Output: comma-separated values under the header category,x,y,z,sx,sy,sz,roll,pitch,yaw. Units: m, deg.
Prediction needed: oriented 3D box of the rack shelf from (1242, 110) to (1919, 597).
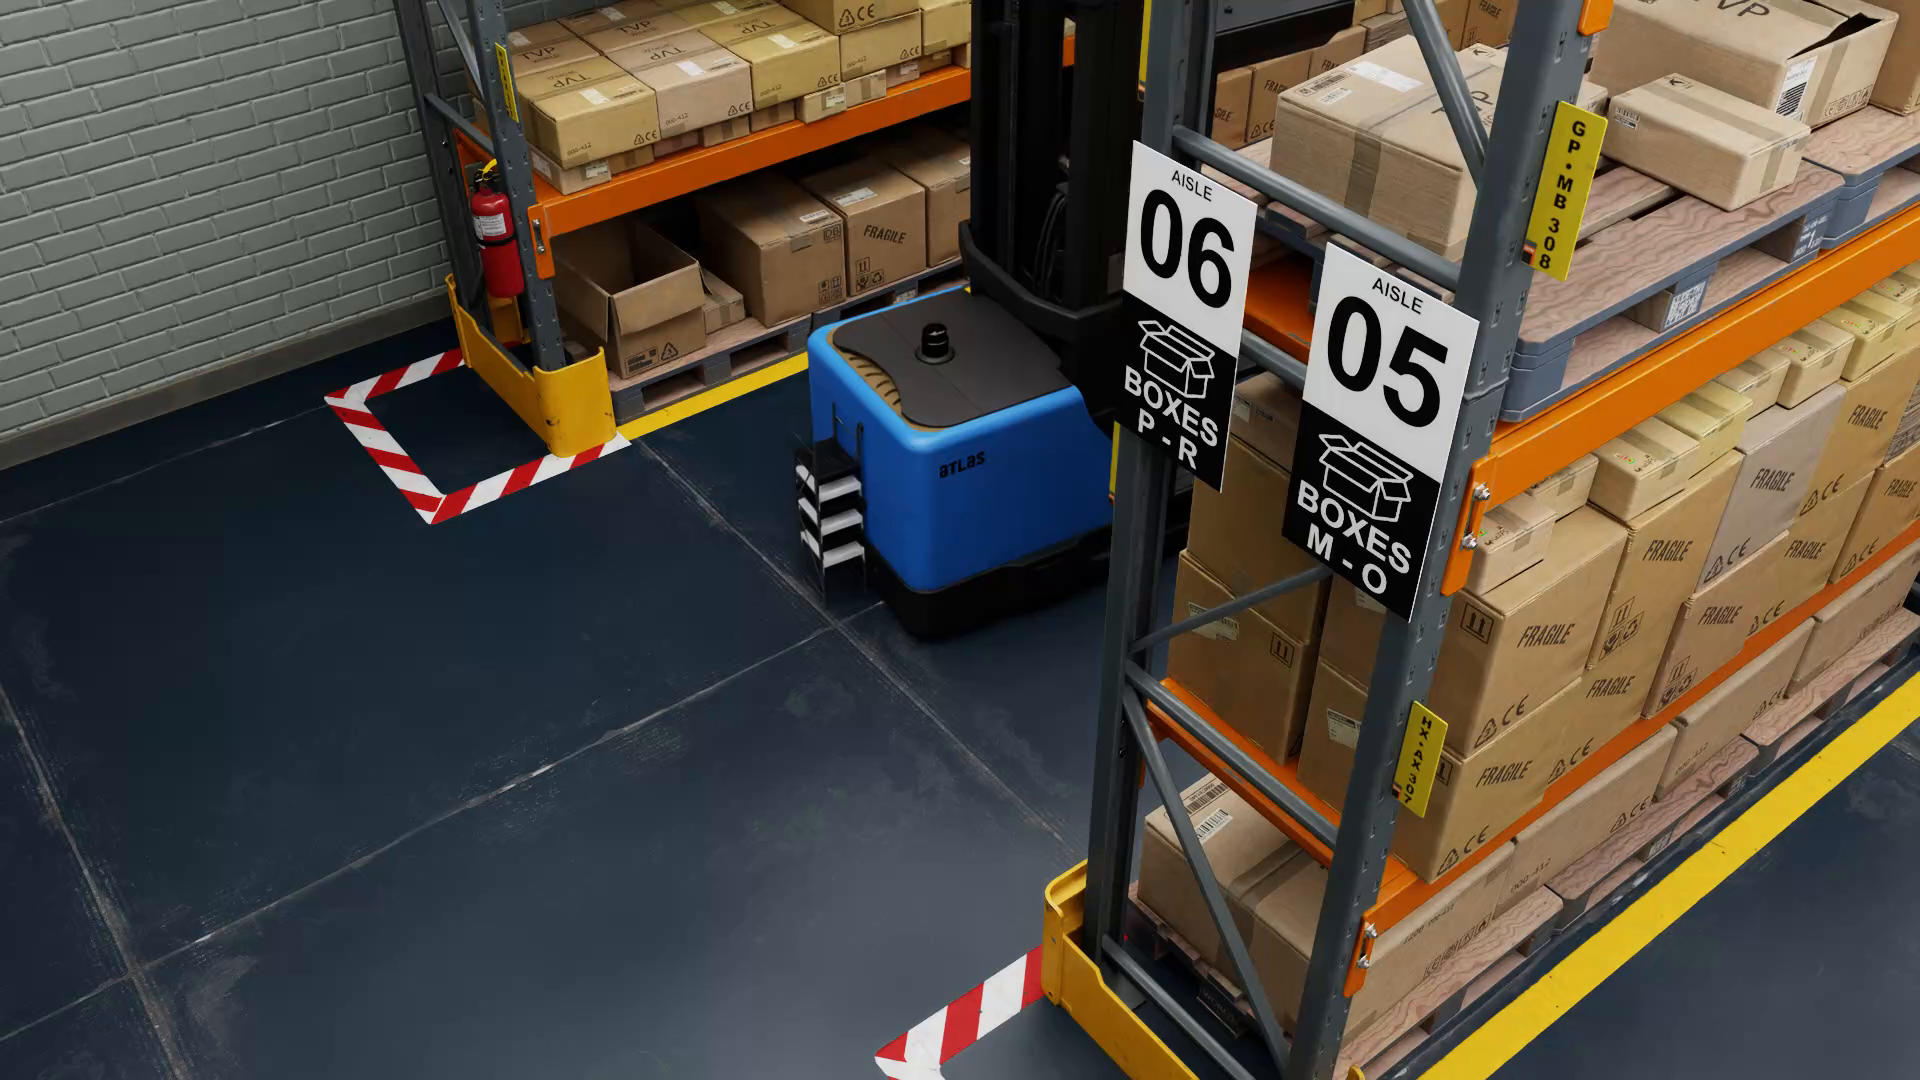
category,x,y,z,sx,sy,sz,roll,pitch,yaw
rack shelf,2.354,-1.041,4.856,4.000,0.370,1.077,-26,46,-28

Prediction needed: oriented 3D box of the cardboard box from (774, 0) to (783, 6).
category,x,y,z,sx,sy,sz,roll,pitch,yaw
cardboard box,-0.836,-2.839,8.730,0.500,0.250,0.500,-26,46,-28

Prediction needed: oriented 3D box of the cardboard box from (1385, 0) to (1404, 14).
category,x,y,z,sx,sy,sz,roll,pitch,yaw
cardboard box,2.778,-3.603,10.905,0.250,0.149,0.380,-28,47,-30

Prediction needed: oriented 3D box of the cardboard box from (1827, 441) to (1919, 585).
category,x,y,z,sx,sy,sz,roll,pitch,yaw
cardboard box,2.934,-0.260,5.623,0.500,0.500,0.500,-27,46,-29

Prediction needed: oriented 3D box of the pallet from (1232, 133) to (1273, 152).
category,x,y,z,sx,sy,sz,roll,pitch,yaw
pallet,1.534,-2.682,10.853,1.213,0.211,1.003,-26,46,-28

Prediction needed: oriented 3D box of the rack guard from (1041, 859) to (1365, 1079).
category,x,y,z,sx,sy,sz,roll,pitch,yaw
rack guard,0.749,1.589,5.419,0.348,0.500,1.175,-26,46,-28

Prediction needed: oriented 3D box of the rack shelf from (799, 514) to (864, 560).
category,x,y,z,sx,sy,sz,roll,pitch,yaw
rack shelf,-0.568,-0.043,7.288,0.200,0.077,0.258,-20,44,-23

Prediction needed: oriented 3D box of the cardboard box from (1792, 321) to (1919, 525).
category,x,y,z,sx,sy,sz,roll,pitch,yaw
cardboard box,2.526,-0.453,5.070,0.500,0.500,0.500,-26,46,-28

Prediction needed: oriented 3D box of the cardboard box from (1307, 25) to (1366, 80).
category,x,y,z,sx,sy,sz,roll,pitch,yaw
cardboard box,2.248,-3.098,10.801,0.500,0.500,0.500,-27,47,-29

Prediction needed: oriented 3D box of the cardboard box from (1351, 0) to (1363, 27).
category,x,y,z,sx,sy,sz,roll,pitch,yaw
cardboard box,2.356,-3.415,10.676,0.250,0.149,0.380,-24,45,-27

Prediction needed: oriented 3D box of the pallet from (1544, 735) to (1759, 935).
category,x,y,z,sx,sy,sz,roll,pitch,yaw
pallet,2.321,0.874,6.518,1.213,0.211,1.003,-26,46,-28

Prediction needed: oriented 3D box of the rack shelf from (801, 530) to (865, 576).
category,x,y,z,sx,sy,sz,roll,pitch,yaw
rack shelf,-0.568,0.026,7.345,0.200,0.077,0.258,-20,44,-23

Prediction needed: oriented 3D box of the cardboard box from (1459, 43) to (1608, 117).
category,x,y,z,sx,sy,sz,roll,pitch,yaw
cardboard box,1.354,-1.072,4.114,0.250,0.149,0.380,-30,48,-31

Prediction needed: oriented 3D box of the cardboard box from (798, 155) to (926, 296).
category,x,y,z,sx,sy,sz,roll,pitch,yaw
cardboard box,-0.535,-1.731,9.134,0.500,0.500,0.500,-25,46,-27

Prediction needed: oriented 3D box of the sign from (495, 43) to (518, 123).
category,x,y,z,sx,sy,sz,roll,pitch,yaw
sign,-1.929,-1.943,7.071,0.005,0.325,0.100,-26,46,-28

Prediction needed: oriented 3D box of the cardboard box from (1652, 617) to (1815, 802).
category,x,y,z,sx,sy,sz,roll,pitch,yaw
cardboard box,2.667,0.431,6.549,0.875,0.438,0.875,-27,47,-29

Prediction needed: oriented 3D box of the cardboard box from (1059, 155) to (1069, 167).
category,x,y,z,sx,sy,sz,roll,pitch,yaw
cardboard box,0.650,-2.124,9.891,0.250,0.149,0.380,-27,47,-29

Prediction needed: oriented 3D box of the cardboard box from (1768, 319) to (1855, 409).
category,x,y,z,sx,sy,sz,roll,pitch,yaw
cardboard box,2.256,-0.554,4.682,0.250,0.149,0.380,-26,46,-28

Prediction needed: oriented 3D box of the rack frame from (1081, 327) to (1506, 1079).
category,x,y,z,sx,sy,sz,roll,pitch,yaw
rack frame,0.768,0.614,4.637,0.127,3.000,1.000,-26,46,-28

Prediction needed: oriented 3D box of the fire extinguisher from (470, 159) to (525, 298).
category,x,y,z,sx,sy,sz,roll,pitch,yaw
fire extinguisher,-2.094,-1.418,7.468,0.183,0.674,0.296,-26,46,-28

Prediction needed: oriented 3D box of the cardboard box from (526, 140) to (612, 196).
category,x,y,z,sx,sy,sz,roll,pitch,yaw
cardboard box,-1.831,-1.773,7.744,0.250,0.149,0.380,-26,46,-28

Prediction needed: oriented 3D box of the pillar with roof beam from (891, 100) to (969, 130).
category,x,y,z,sx,sy,sz,roll,pitch,yaw
pillar with roof beam,2.434,-3.766,5.245,0.400,9.000,9.100,-26,46,-28

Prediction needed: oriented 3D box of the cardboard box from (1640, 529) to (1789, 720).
category,x,y,z,sx,sy,sz,roll,pitch,yaw
cardboard box,2.122,0.137,5.139,0.500,0.500,0.500,-26,46,-28

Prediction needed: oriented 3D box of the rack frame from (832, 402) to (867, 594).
category,x,y,z,sx,sy,sz,roll,pitch,yaw
rack frame,-0.480,-0.171,7.249,0.006,0.900,0.240,-20,44,-23

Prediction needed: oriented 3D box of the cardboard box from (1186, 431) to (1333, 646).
category,x,y,z,sx,sy,sz,roll,pitch,yaw
cardboard box,1.005,-0.118,4.661,0.500,0.500,0.500,-24,45,-27

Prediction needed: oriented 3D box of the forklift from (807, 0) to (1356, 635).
category,x,y,z,sx,sy,sz,roll,pitch,yaw
forklift,0.858,-1.417,7.167,3.031,2.935,1.130,-20,44,-23

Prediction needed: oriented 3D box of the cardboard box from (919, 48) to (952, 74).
category,x,y,z,sx,sy,sz,roll,pitch,yaw
cardboard box,-0.254,-2.611,8.766,0.250,0.149,0.380,-25,46,-28

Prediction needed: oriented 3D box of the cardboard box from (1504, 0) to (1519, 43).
category,x,y,z,sx,sy,sz,roll,pitch,yaw
cardboard box,3.880,-3.897,11.776,0.500,0.500,0.500,-25,45,-27

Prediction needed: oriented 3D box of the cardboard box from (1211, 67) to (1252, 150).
category,x,y,z,sx,sy,sz,roll,pitch,yaw
cardboard box,1.433,-2.697,10.312,0.500,0.500,0.500,-24,45,-26

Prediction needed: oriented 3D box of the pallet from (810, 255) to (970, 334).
category,x,y,z,sx,sy,sz,roll,pitch,yaw
pallet,-0.601,-1.610,9.546,1.213,0.211,1.003,-26,46,-28

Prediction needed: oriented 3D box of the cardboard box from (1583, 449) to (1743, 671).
category,x,y,z,sx,sy,sz,roll,pitch,yaw
cardboard box,1.728,-0.057,4.587,0.500,0.500,0.500,-27,47,-29

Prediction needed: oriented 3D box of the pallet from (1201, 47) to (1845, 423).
category,x,y,z,sx,sy,sz,roll,pitch,yaw
pallet,1.350,-0.804,4.070,1.213,0.211,1.003,-26,46,-28

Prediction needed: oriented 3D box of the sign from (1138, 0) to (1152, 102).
category,x,y,z,sx,sy,sz,roll,pitch,yaw
sign,0.449,-1.136,3.769,0.005,0.325,0.100,-26,46,-28

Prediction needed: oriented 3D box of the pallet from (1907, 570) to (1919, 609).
category,x,y,z,sx,sy,sz,roll,pitch,yaw
pallet,4.506,-0.190,7.816,1.213,0.211,1.003,-26,46,-28

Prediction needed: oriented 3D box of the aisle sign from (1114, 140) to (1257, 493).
category,x,y,z,sx,sy,sz,roll,pitch,yaw
aisle sign,0.522,-0.520,3.969,0.004,0.787,0.394,-26,46,-28

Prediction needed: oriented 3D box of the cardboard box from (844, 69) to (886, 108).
category,x,y,z,sx,sy,sz,roll,pitch,yaw
cardboard box,-0.583,-2.358,8.457,0.250,0.149,0.380,-25,45,-27

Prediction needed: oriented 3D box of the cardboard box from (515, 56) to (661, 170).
category,x,y,z,sx,sy,sz,roll,pitch,yaw
cardboard box,-1.735,-1.978,7.680,0.500,0.250,0.500,-26,46,-28

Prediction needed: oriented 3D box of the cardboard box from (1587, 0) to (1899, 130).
category,x,y,z,sx,sy,sz,roll,pitch,yaw
cardboard box,1.986,-1.266,4.224,0.500,0.311,0.500,-25,46,-27

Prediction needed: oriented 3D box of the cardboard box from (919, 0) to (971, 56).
category,x,y,z,sx,sy,sz,roll,pitch,yaw
cardboard box,-0.135,-2.777,8.654,0.500,0.250,0.500,-26,46,-28

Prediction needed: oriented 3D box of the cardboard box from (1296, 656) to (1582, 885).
category,x,y,z,sx,sy,sz,roll,pitch,yaw
cardboard box,1.324,0.534,4.655,0.500,0.500,0.500,-26,46,-28

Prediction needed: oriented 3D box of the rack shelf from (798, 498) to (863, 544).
category,x,y,z,sx,sy,sz,roll,pitch,yaw
rack shelf,-0.568,-0.113,7.231,0.200,0.077,0.258,-20,44,-23

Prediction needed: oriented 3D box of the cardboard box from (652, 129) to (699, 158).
category,x,y,z,sx,sy,sz,roll,pitch,yaw
cardboard box,-1.471,-2.014,8.038,0.250,0.149,0.380,-27,46,-29

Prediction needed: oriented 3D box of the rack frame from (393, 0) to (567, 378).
category,x,y,z,sx,sy,sz,roll,pitch,yaw
rack frame,-2.259,-1.881,7.678,0.127,3.000,1.000,-26,46,-28

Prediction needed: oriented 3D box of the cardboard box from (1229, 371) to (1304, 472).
category,x,y,z,sx,sy,sz,roll,pitch,yaw
cardboard box,0.931,-0.302,4.374,0.250,0.149,0.380,-25,46,-28

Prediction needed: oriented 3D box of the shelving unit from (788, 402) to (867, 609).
category,x,y,z,sx,sy,sz,roll,pitch,yaw
shelving unit,-0.568,-0.139,7.210,0.210,0.900,0.258,-20,44,-23

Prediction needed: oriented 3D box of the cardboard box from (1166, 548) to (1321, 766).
category,x,y,z,sx,sy,sz,roll,pitch,yaw
cardboard box,0.989,0.255,4.995,0.500,0.500,0.500,-26,46,-28

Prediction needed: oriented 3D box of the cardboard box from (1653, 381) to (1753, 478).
category,x,y,z,sx,sy,sz,roll,pitch,yaw
cardboard box,1.857,-0.351,4.434,0.250,0.149,0.380,-28,47,-29

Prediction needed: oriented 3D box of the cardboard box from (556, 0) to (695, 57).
category,x,y,z,sx,sy,sz,roll,pitch,yaw
cardboard box,-1.647,-2.448,8.253,0.500,0.250,0.500,-26,46,-28

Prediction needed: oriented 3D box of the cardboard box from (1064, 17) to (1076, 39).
category,x,y,z,sx,sy,sz,roll,pitch,yaw
cardboard box,0.429,-2.856,9.064,0.250,0.149,0.380,-25,45,-27

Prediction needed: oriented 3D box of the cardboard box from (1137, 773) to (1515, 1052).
category,x,y,z,sx,sy,sz,roll,pitch,yaw
cardboard box,1.231,1.136,5.689,0.875,0.438,0.875,-28,47,-29

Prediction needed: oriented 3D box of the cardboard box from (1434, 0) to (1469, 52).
category,x,y,z,sx,sy,sz,roll,pitch,yaw
cardboard box,3.063,-3.506,11.298,0.500,0.500,0.500,-24,45,-26

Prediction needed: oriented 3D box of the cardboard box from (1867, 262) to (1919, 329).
category,x,y,z,sx,sy,sz,roll,pitch,yaw
cardboard box,2.652,-0.764,4.938,0.250,0.149,0.380,-26,46,-28

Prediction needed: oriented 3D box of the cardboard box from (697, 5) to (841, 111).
category,x,y,z,sx,sy,sz,roll,pitch,yaw
cardboard box,-0.936,-2.371,8.158,0.500,0.250,0.500,-27,46,-29

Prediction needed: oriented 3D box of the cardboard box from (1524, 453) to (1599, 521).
category,x,y,z,sx,sy,sz,roll,pitch,yaw
cardboard box,1.383,-0.198,4.247,0.250,0.149,0.380,-25,45,-27

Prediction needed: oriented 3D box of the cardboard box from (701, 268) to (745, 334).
category,x,y,z,sx,sy,sz,roll,pitch,yaw
cardboard box,-1.356,-1.275,8.855,0.250,0.149,0.380,-28,47,-30

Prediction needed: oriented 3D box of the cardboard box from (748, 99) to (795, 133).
category,x,y,z,sx,sy,sz,roll,pitch,yaw
cardboard box,-1.026,-2.186,8.248,0.250,0.149,0.380,-25,46,-27

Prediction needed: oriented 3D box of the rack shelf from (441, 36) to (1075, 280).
category,x,y,z,sx,sy,sz,roll,pitch,yaw
rack shelf,-0.673,-2.376,8.849,4.000,0.370,1.077,-26,46,-28

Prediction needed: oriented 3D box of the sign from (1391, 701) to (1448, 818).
category,x,y,z,sx,sy,sz,roll,pitch,yaw
sign,1.102,0.530,3.994,0.005,0.325,0.100,-26,46,-28
